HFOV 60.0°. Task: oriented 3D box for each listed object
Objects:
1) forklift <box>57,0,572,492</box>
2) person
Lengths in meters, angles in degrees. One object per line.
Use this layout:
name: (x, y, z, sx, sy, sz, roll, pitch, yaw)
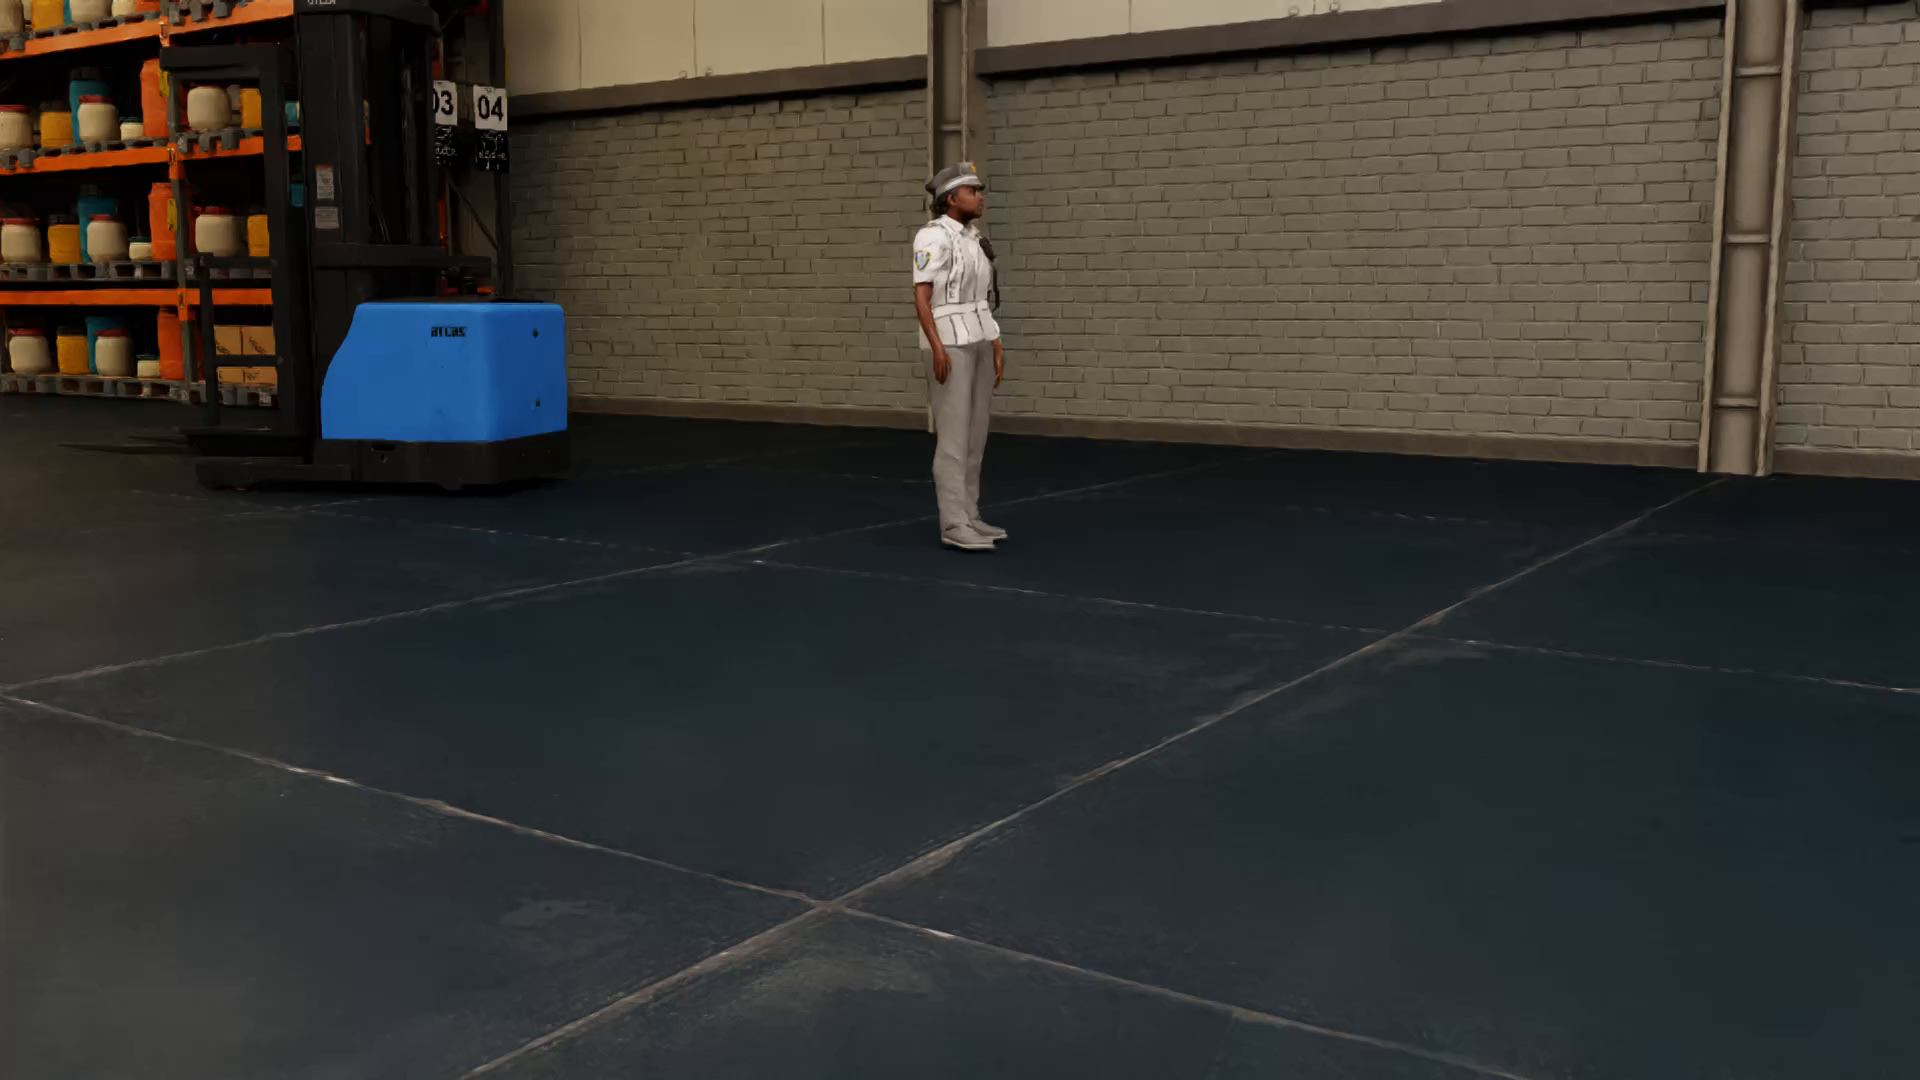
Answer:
forklift: (-3.948, -1.807, 9.901, 3.031, 2.935, 1.130, 2, 8, 14)
person: (0.051, -0.839, 7.426, 0.529, 1.695, 0.570, 5, 10, 34)
